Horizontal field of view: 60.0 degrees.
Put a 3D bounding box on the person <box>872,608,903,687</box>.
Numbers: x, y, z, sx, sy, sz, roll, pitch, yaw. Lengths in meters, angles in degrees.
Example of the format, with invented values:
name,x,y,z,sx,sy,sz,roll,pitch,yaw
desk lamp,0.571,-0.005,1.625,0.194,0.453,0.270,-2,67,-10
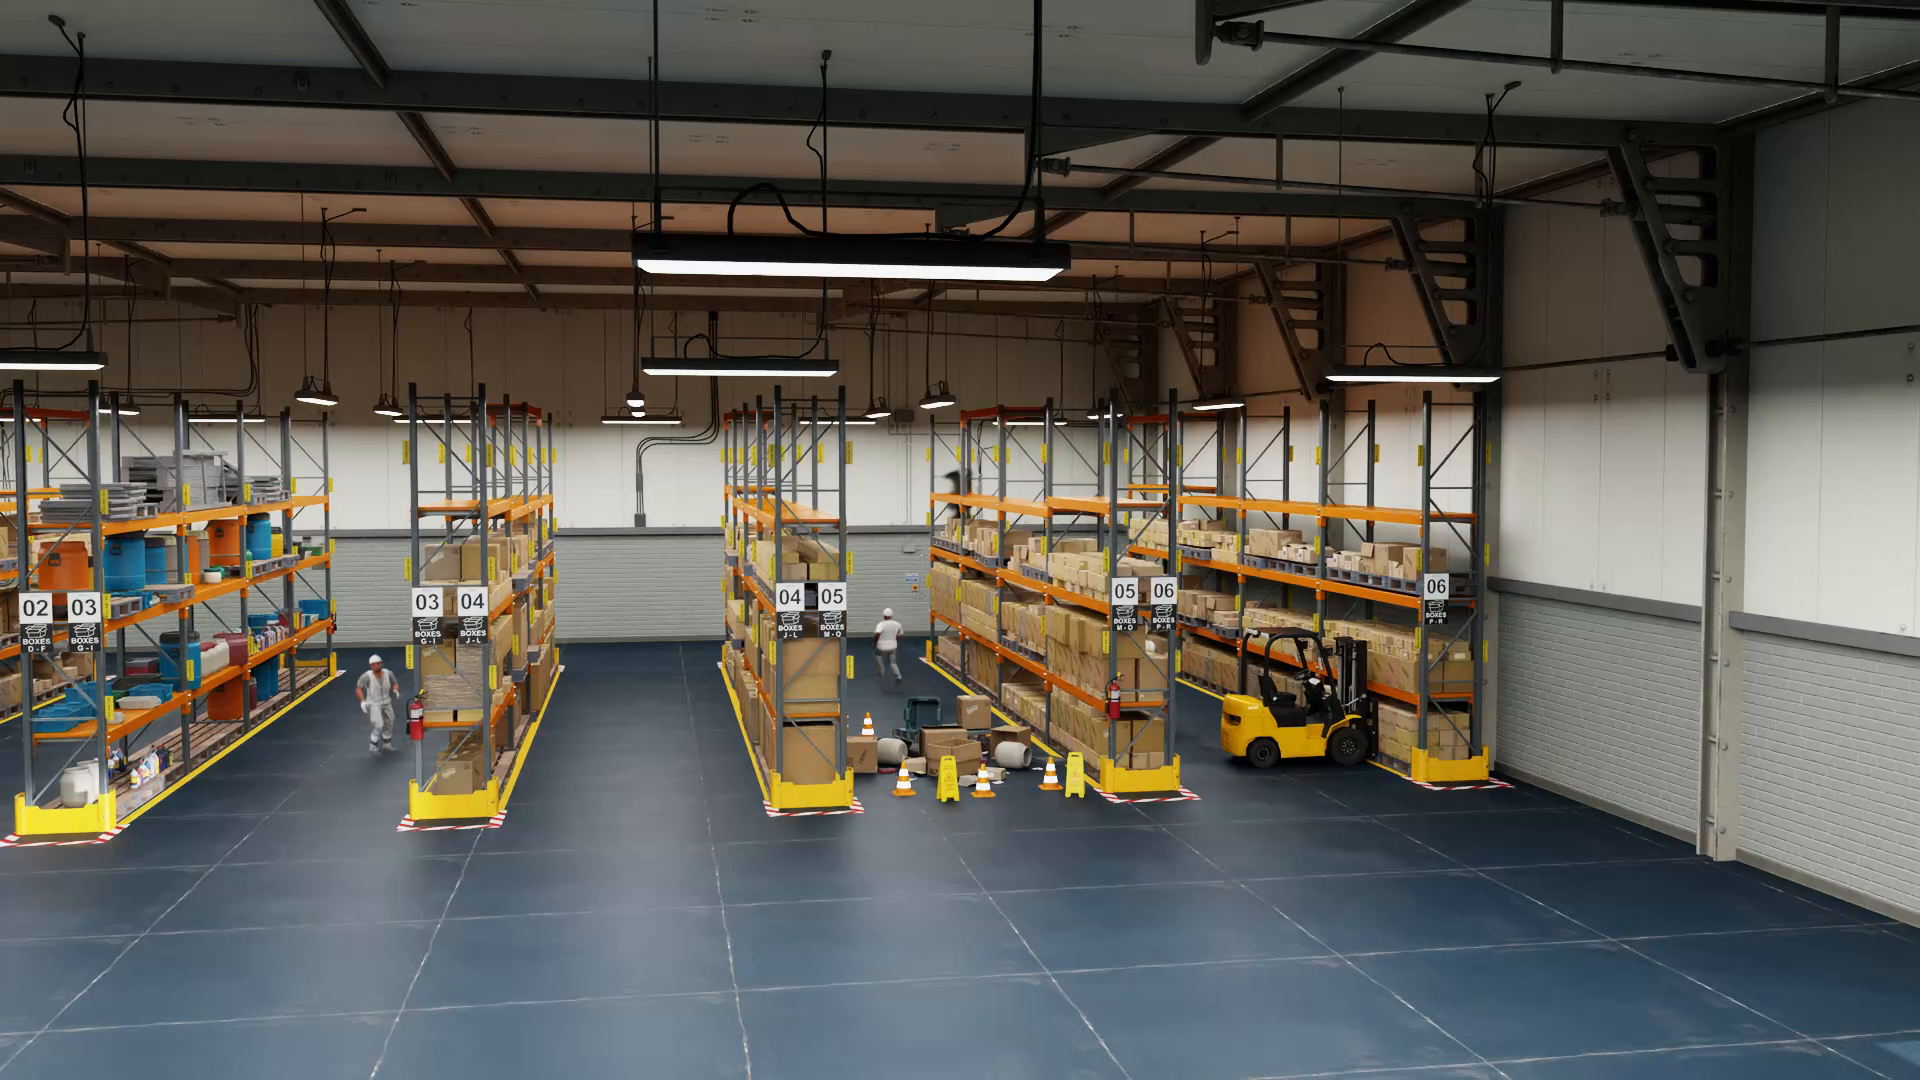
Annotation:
name,x,y,z,sx,sy,sz,roll,pitch,yaw
person,-1.540,2.284,35.516,0.696,1.672,0.948,-1,3,-25

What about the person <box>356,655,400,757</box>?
name,x,y,z,sx,sy,sz,roll,pitch,yaw
person,-9.667,2.755,27.791,0.741,1.709,0.687,3,4,41

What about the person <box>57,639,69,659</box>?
name,x,y,z,sx,sy,sz,roll,pitch,yaw
person,-20.253,2.195,38.010,1.016,1.803,0.732,0,3,-6

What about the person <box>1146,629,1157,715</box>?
name,x,y,z,sx,sy,sz,roll,pitch,yaw
person,3.432,2.510,31.540,0.693,1.764,0.957,-1,3,-15
